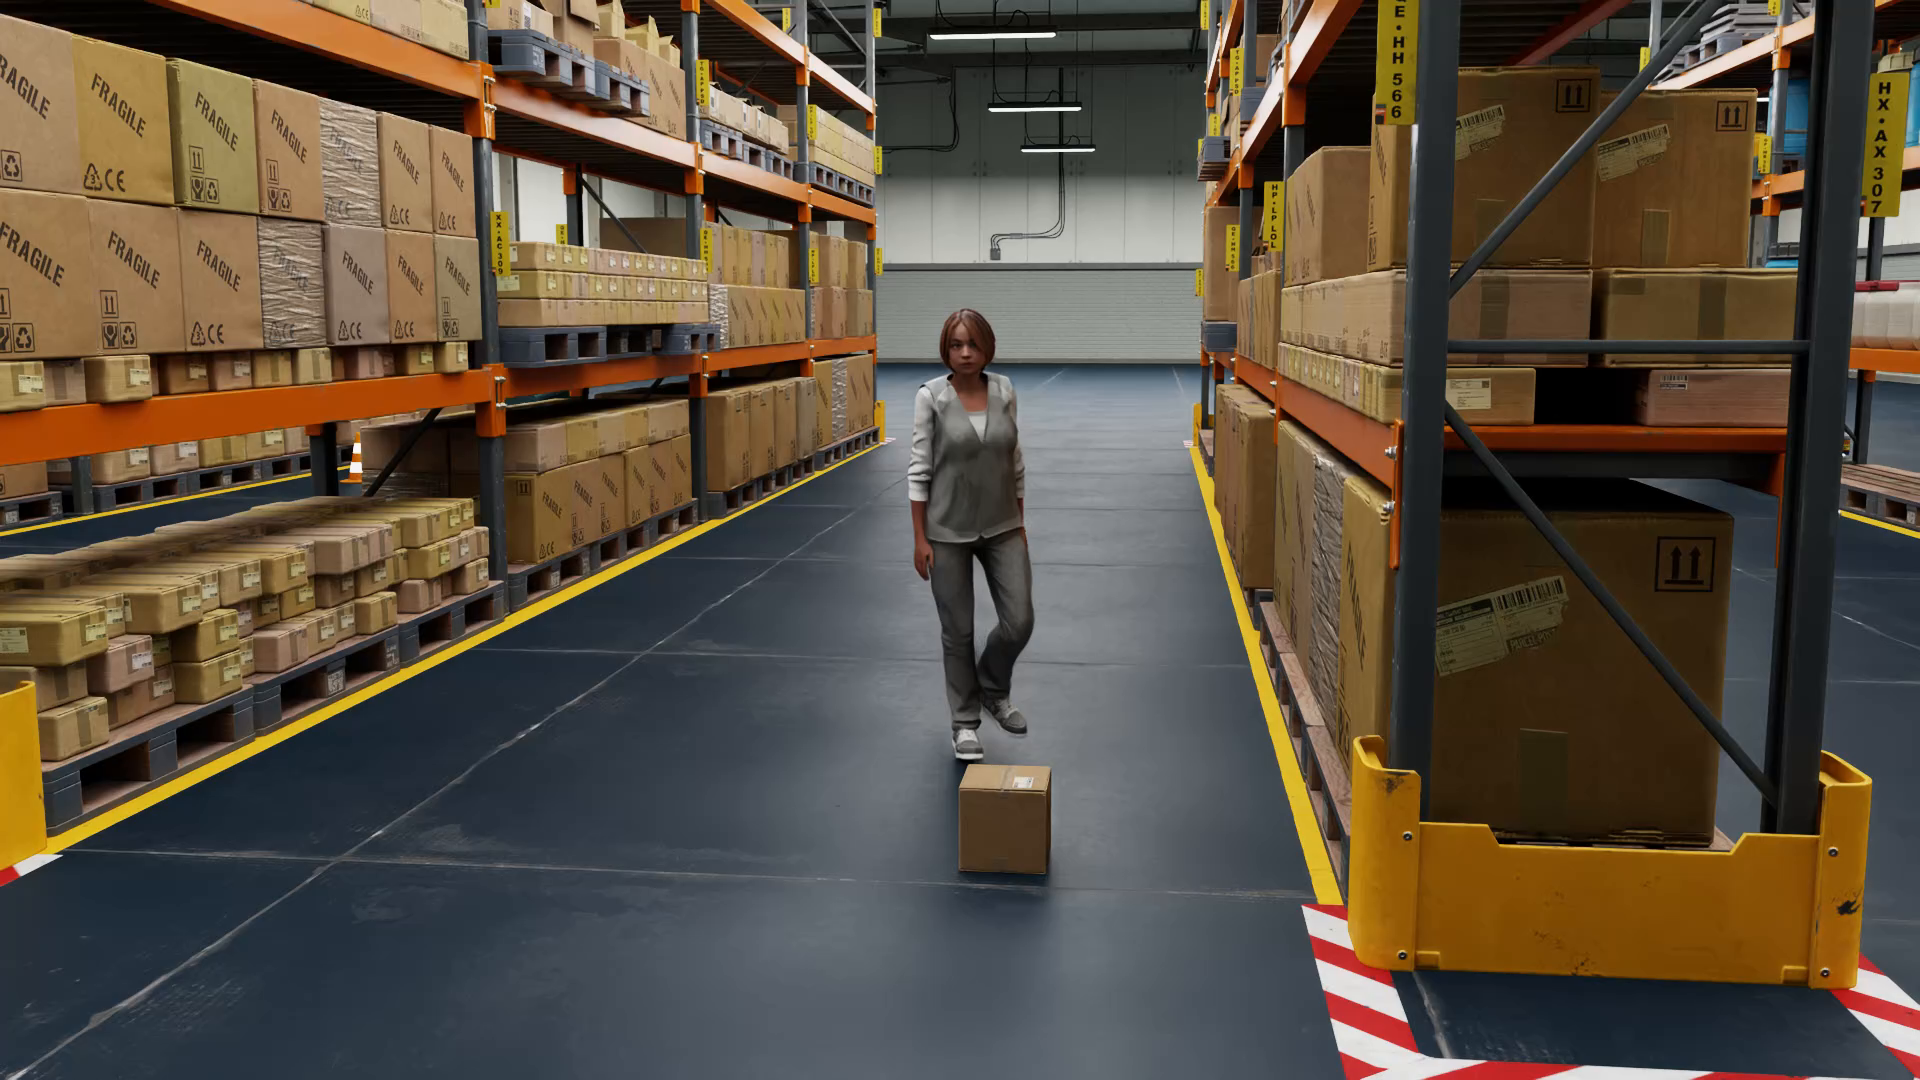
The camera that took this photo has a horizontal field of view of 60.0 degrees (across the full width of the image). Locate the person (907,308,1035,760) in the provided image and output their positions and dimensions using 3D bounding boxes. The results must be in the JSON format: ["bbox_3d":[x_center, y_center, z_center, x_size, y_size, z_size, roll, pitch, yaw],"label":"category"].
[{"bbox_3d":[0.035,0.002,5.809,0.450,1.566,0.420,-2,8,-11],"label":"person"}]
